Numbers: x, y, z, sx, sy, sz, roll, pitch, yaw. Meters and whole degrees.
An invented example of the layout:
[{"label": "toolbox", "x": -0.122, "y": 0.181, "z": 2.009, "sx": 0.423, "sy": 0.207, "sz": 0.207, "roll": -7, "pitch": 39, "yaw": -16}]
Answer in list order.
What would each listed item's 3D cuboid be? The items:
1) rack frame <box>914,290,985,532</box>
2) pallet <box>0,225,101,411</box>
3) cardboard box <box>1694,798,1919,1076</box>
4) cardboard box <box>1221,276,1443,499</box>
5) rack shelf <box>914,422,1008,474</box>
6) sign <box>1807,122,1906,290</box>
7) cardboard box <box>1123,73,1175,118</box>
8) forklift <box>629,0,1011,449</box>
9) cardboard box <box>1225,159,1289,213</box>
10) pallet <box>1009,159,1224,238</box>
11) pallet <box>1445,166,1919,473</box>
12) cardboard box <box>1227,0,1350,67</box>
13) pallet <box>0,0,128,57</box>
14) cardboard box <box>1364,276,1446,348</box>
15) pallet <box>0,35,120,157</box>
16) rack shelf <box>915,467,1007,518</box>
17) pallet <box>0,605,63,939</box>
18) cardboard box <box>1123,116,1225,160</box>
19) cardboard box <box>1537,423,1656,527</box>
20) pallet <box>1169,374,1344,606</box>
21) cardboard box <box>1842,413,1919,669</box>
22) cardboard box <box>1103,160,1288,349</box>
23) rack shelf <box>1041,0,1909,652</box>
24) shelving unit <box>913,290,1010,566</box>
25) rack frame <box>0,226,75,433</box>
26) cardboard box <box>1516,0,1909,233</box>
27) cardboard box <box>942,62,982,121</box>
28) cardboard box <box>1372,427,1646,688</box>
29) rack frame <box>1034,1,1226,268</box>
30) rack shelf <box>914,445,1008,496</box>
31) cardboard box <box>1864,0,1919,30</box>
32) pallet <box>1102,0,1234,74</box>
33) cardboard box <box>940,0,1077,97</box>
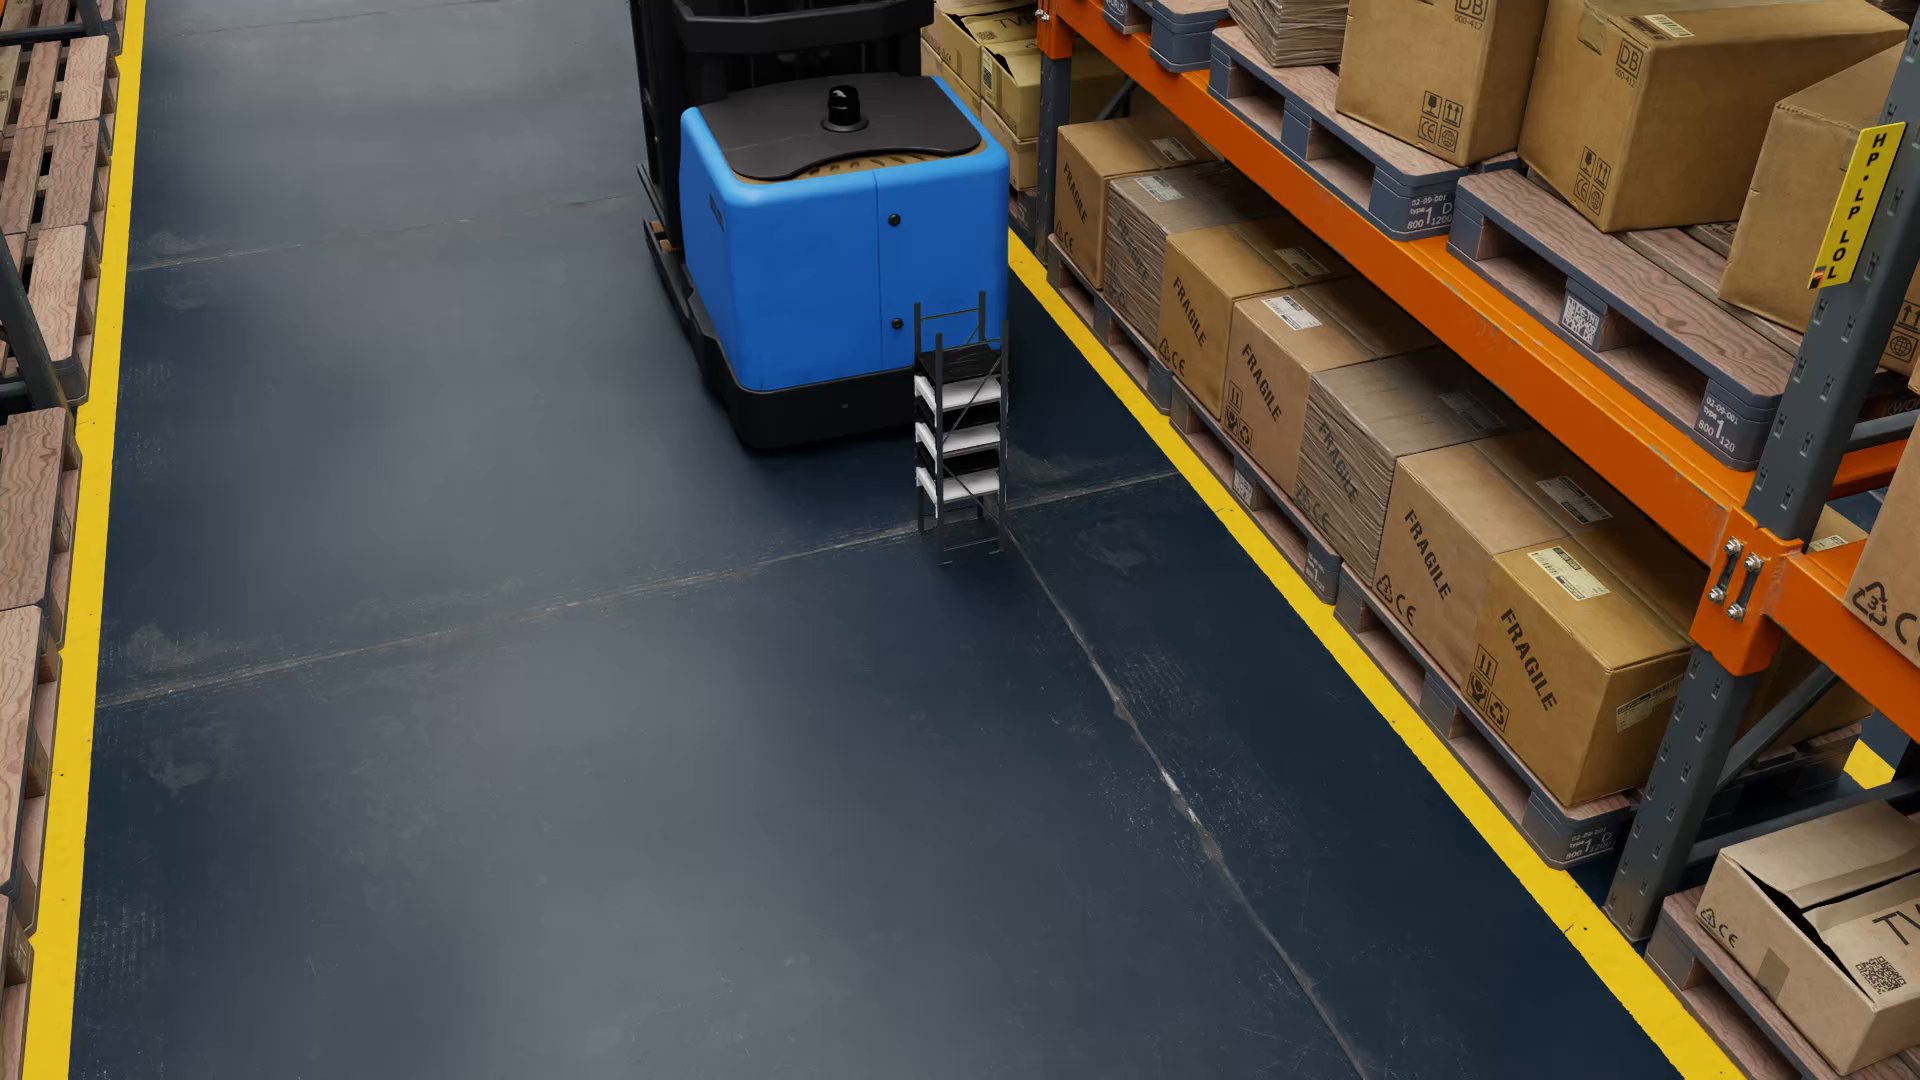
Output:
[{"label": "rack frame", "x": -0.032, "y": -0.412, "z": 5.549, "sx": 0.240, "sy": 0.900, "sz": 0.006, "roll": -12, "pitch": 39, "yaw": -16}, {"label": "pallet", "x": -4.058, "y": -0.845, "z": 6.697, "sx": 1.003, "sy": 0.211, "sz": 1.213, "roll": -12, "pitch": 39, "yaw": -16}, {"label": "cardboard box", "x": 2.142, "y": 0.903, "z": 3.927, "sx": 0.500, "sy": 0.311, "sz": 0.500, "roll": -12, "pitch": 39, "yaw": -16}, {"label": "cardboard box", "x": 1.250, "y": -0.525, "z": 5.666, "sx": 0.500, "sy": 0.500, "sz": 0.500, "roll": -14, "pitch": 39, "yaw": -17}, {"label": "rack shelf", "x": 0.003, "y": -0.328, "z": 5.493, "sx": 0.258, "sy": 0.077, "sz": 0.200, "roll": -12, "pitch": 39, "yaw": -16}, {"label": "sign", "x": 1.680, "y": -0.623, "z": 3.121, "sx": 0.100, "sy": 0.325, "sz": 0.005, "roll": -12, "pitch": 39, "yaw": -16}, {"label": "cardboard box", "x": 0.919, "y": -2.187, "z": 7.631, "sx": 0.500, "sy": 0.311, "sz": 0.500, "roll": -11, "pitch": 38, "yaw": -14}, {"label": "forklift", "x": -0.769, "y": -2.391, "z": 6.488, "sx": 1.130, "sy": 2.935, "sz": 3.031, "roll": -12, "pitch": 39, "yaw": -15}, {"label": "cardboard box", "x": 1.366, "y": -1.234, "z": 6.608, "sx": 0.500, "sy": 0.500, "sz": 0.500, "roll": -11, "pitch": 38, "yaw": -14}, {"label": "pallet", "x": 0.577, "y": -1.896, "z": 8.092, "sx": 1.003, "sy": 0.211, "sz": 1.213, "roll": -12, "pitch": 39, "yaw": -16}, {"label": "pallet", "x": 2.028, "y": -0.675, "z": 4.312, "sx": 1.003, "sy": 0.211, "sz": 1.213, "roll": -12, "pitch": 39, "yaw": -16}, {"label": "cardboard box", "x": 1.282, "y": -1.856, "z": 5.289, "sx": 0.700, "sy": 0.500, "sz": 0.500, "roll": -6, "pitch": 37, "yaw": -7}, {"label": "pallet", "x": -5.397, "y": -3.047, "z": 9.620, "sx": 1.003, "sy": 0.211, "sz": 1.213, "roll": -12, "pitch": 39, "yaw": -16}, {"label": "cardboard box", "x": 1.730, "y": -0.647, "z": 5.828, "sx": 0.500, "sy": 0.500, "sz": 0.500, "roll": -14, "pitch": 39, "yaw": -18}, {"label": "pallet", "x": -4.898, "y": -2.224, "z": 8.527, "sx": 1.003, "sy": 0.211, "sz": 1.213, "roll": -12, "pitch": 39, "yaw": -16}, {"label": "rack shelf", "x": 0.003, "y": -0.184, "z": 5.602, "sx": 0.258, "sy": 0.077, "sz": 0.200, "roll": -12, "pitch": 39, "yaw": -16}, {"label": "pallet", "x": -3.102, "y": 0.725, "z": 4.612, "sx": 1.003, "sy": 0.211, "sz": 1.213, "roll": -12, "pitch": 39, "yaw": -16}, {"label": "cardboard box", "x": 0.919, "y": -1.963, "z": 7.799, "sx": 0.500, "sy": 0.250, "sz": 0.500, "roll": -13, "pitch": 39, "yaw": -16}, {"label": "cardboard box", "x": 2.069, "y": -0.077, "z": 5.071, "sx": 0.500, "sy": 0.500, "sz": 0.500, "roll": -12, "pitch": 39, "yaw": -15}, {"label": "pallet", "x": 1.461, "y": -0.305, "z": 5.980, "sx": 1.003, "sy": 0.211, "sz": 1.213, "roll": -12, "pitch": 39, "yaw": -16}, {"label": "cardboard box", "x": 2.120, "y": 0.027, "z": 3.138, "sx": 0.500, "sy": 0.500, "sz": 0.500, "roll": -11, "pitch": 38, "yaw": -15}, {"label": "cardboard box", "x": 0.898, "y": -1.103, "z": 6.434, "sx": 0.500, "sy": 0.500, "sz": 0.500, "roll": -14, "pitch": 39, "yaw": -18}, {"label": "rack shelf", "x": 1.512, "y": -1.120, "z": 5.341, "sx": 1.077, "sy": 0.370, "sz": 4.000, "roll": -12, "pitch": 39, "yaw": -16}, {"label": "shelving unit", "x": 0.003, "y": -0.355, "z": 5.473, "sx": 0.258, "sy": 0.900, "sz": 0.210, "roll": -12, "pitch": 39, "yaw": -16}, {"label": "rack frame", "x": -3.828, "y": -1.513, "z": 5.266, "sx": 1.000, "sy": 3.000, "sz": 0.127, "roll": -12, "pitch": 39, "yaw": -16}, {"label": "cardboard box", "x": 1.951, "y": -1.174, "z": 4.384, "sx": 0.700, "sy": 0.500, "sz": 0.500, "roll": -7, "pitch": 37, "yaw": -9}, {"label": "cardboard box", "x": 0.233, "y": -2.143, "z": 8.039, "sx": 0.500, "sy": 0.250, "sz": 0.500, "roll": -13, "pitch": 39, "yaw": -16}, {"label": "cardboard box", "x": 1.599, "y": 0.045, "z": 4.909, "sx": 0.500, "sy": 0.500, "sz": 0.500, "roll": -12, "pitch": 39, "yaw": -16}, {"label": "rack frame", "x": 0.824, "y": -2.537, "z": 6.625, "sx": 1.000, "sy": 3.000, "sz": 0.127, "roll": -12, "pitch": 39, "yaw": -16}, {"label": "rack shelf", "x": 0.003, "y": -0.256, "z": 5.547, "sx": 0.258, "sy": 0.077, "sz": 0.200, "roll": -12, "pitch": 39, "yaw": -16}, {"label": "cardboard box", "x": 5.177, "y": -3.138, "z": 9.135, "sx": 0.700, "sy": 0.500, "sz": 0.500, "roll": -12, "pitch": 39, "yaw": -15}, {"label": "pallet", "x": 1.123, "y": -2.092, "z": 6.194, "sx": 1.213, "sy": 0.211, "sz": 1.003, "roll": -12, "pitch": 39, "yaw": -16}, {"label": "cardboard box", "x": 0.227, "y": -2.367, "z": 7.870, "sx": 0.500, "sy": 0.311, "sz": 0.500, "roll": -13, "pitch": 39, "yaw": -17}]
